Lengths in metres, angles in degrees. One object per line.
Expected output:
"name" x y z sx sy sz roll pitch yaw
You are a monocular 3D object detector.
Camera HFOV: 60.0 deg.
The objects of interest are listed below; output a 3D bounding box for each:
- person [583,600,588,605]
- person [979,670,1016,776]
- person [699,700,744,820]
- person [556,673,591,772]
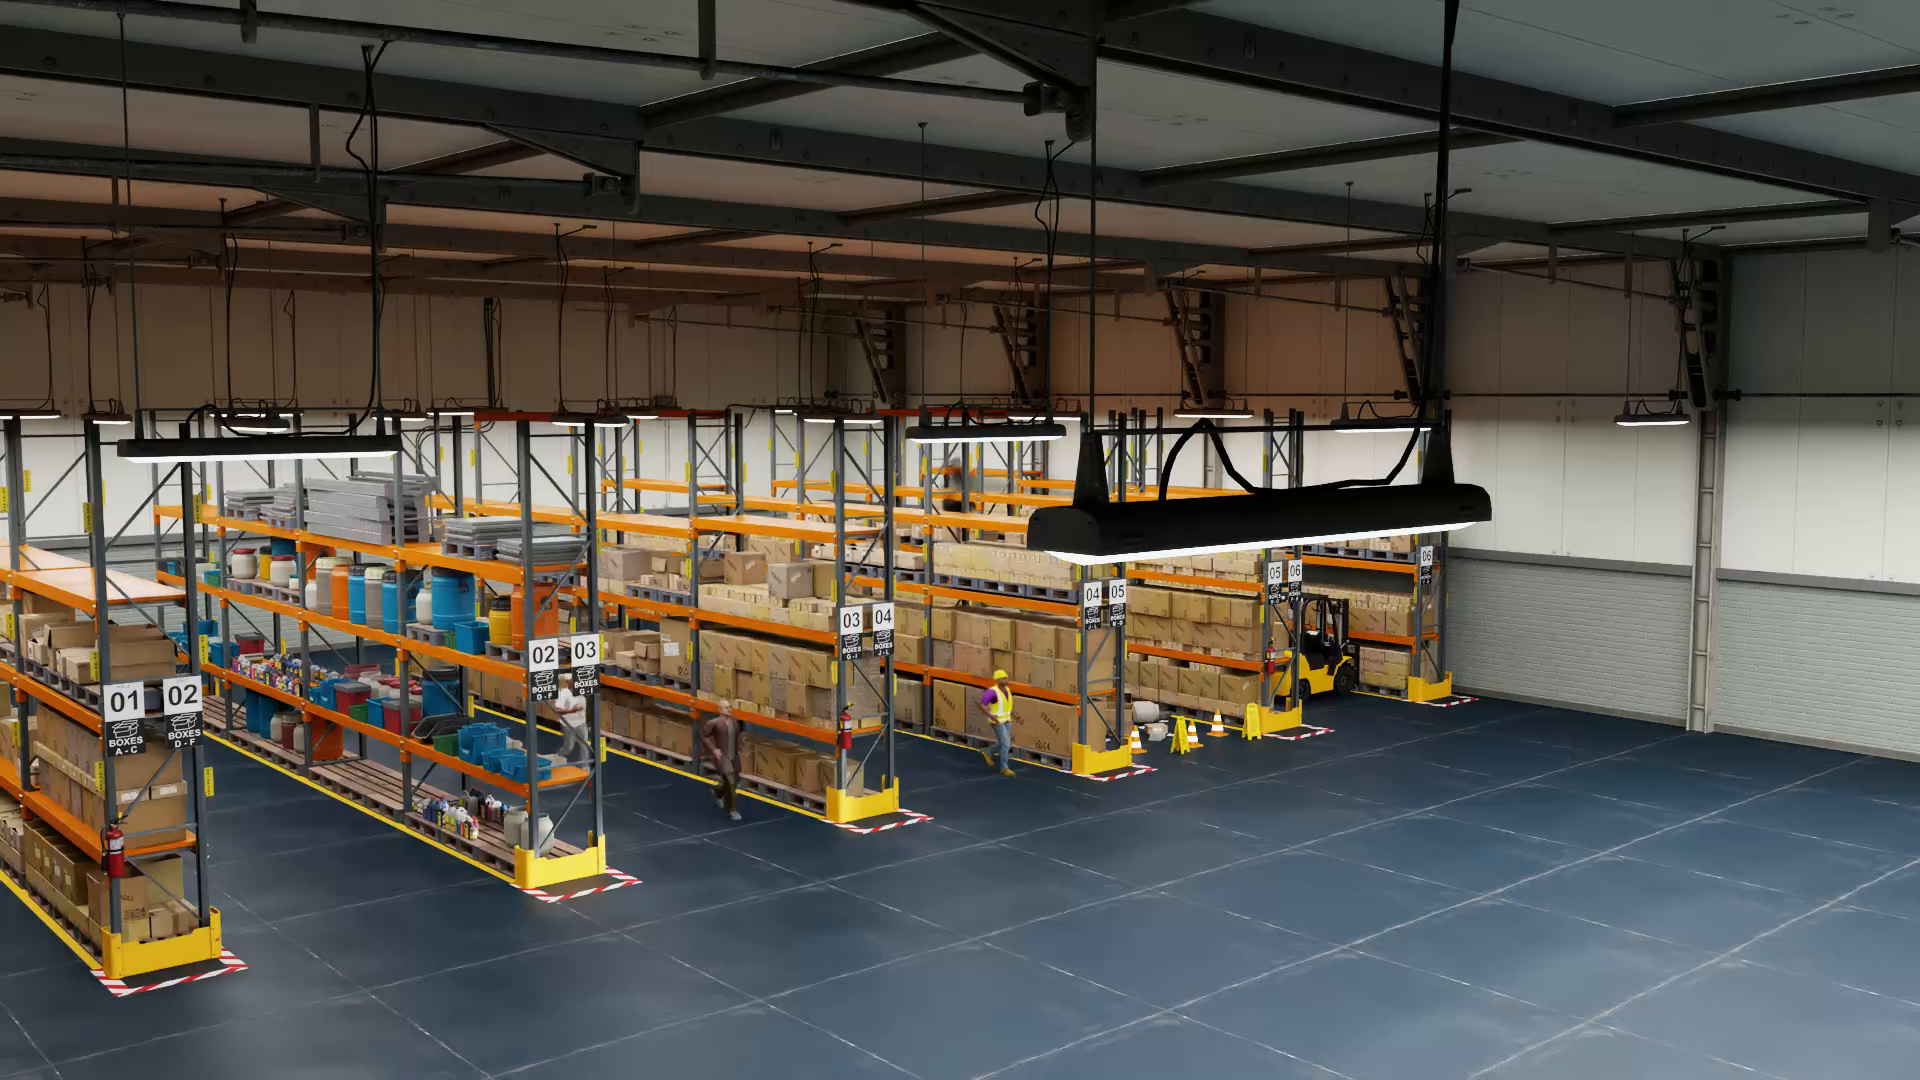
"person" -8.572 2.200 37.928 0.620 1.676 0.774 -3 6 -33
"person" 0.624 3.025 27.731 0.736 1.749 0.711 4 6 37
"person" -3.548 3.270 24.914 0.795 1.762 0.720 5 7 43
"person" -6.327 3.032 27.230 0.891 1.788 0.688 4 6 36
